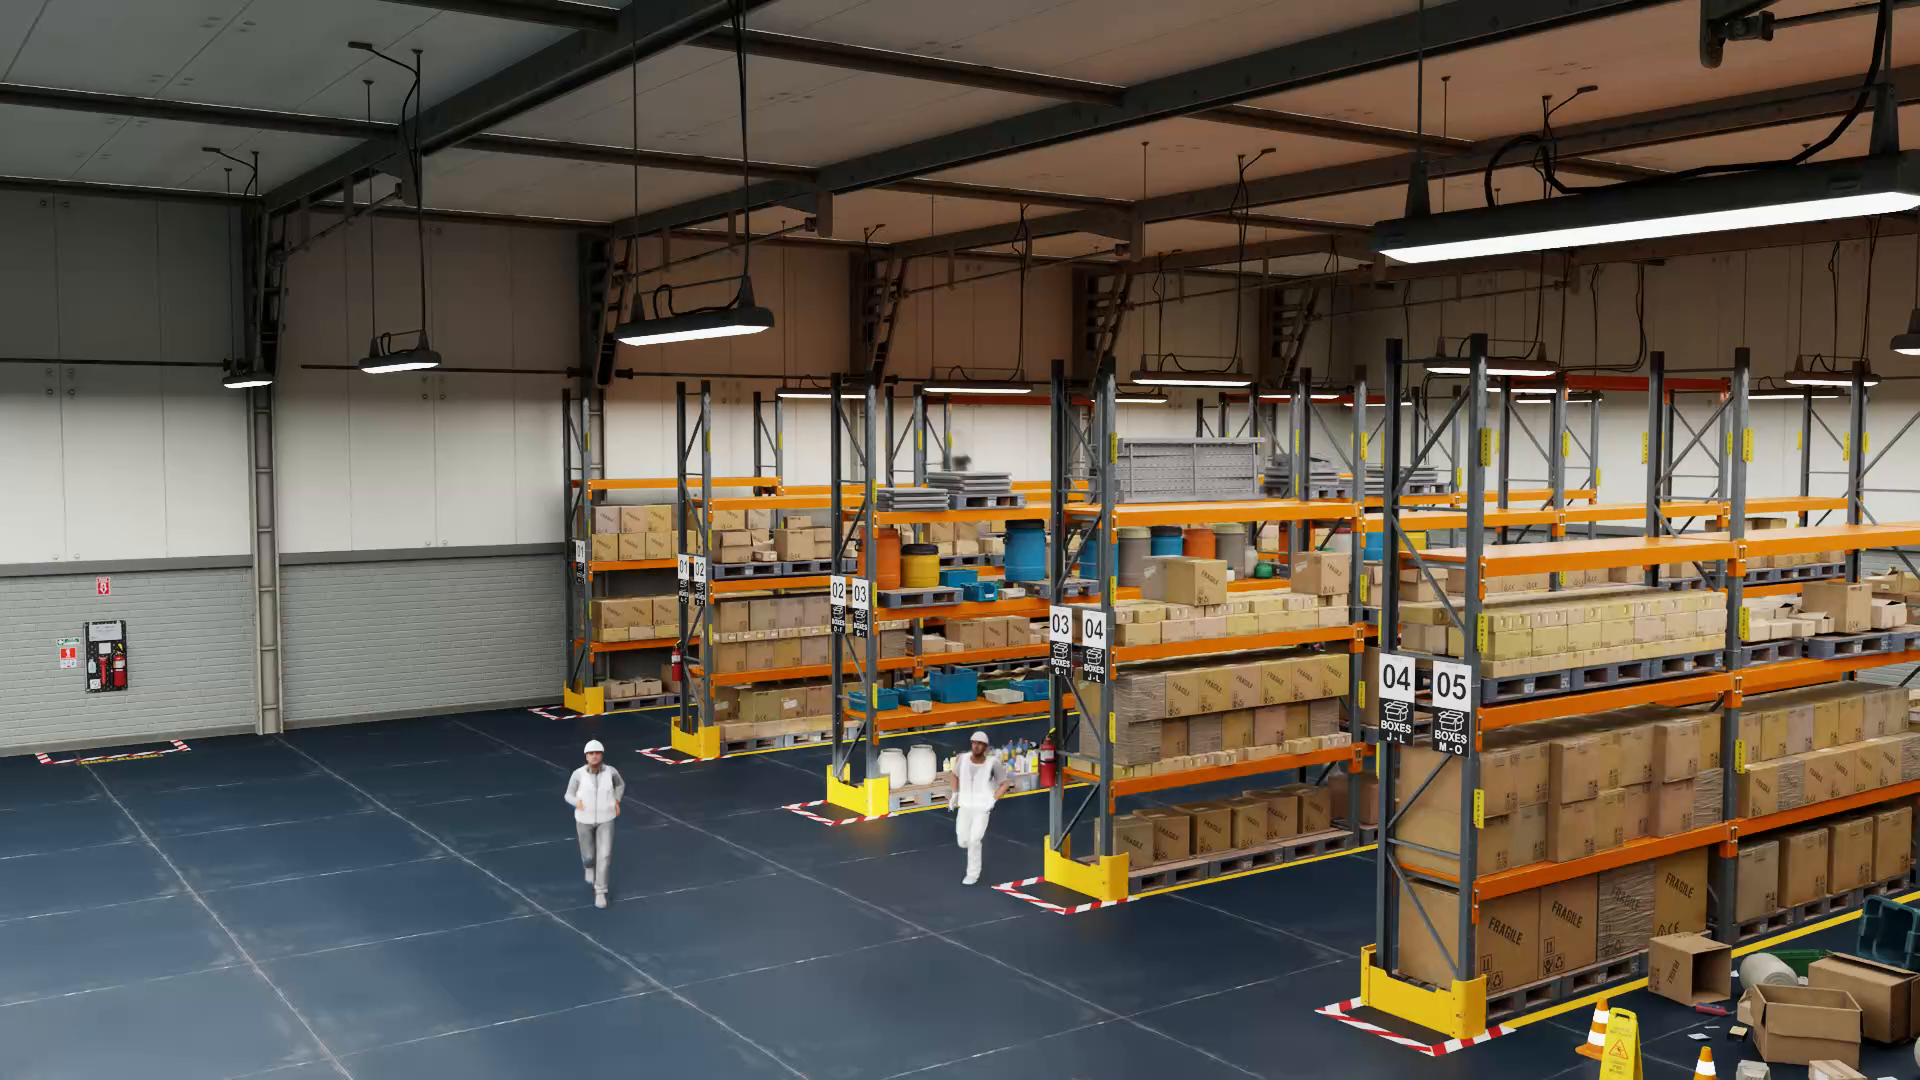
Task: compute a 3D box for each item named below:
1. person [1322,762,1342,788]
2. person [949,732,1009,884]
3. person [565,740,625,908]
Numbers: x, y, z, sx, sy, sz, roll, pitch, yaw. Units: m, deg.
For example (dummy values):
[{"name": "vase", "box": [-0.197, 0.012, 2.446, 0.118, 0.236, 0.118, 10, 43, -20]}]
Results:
[{"name": "person", "box": [5.171, 2.780, 23.274, 0.788, 1.836, 0.637, -3, 5, -41]}, {"name": "person", "box": [0.214, 3.068, 19.202, 0.709, 1.736, 0.692, 1, 4, 19]}, {"name": "person", "box": [-4.029, 3.094, 18.399, 0.661, 1.770, 0.935, -1, 4, -15]}]
